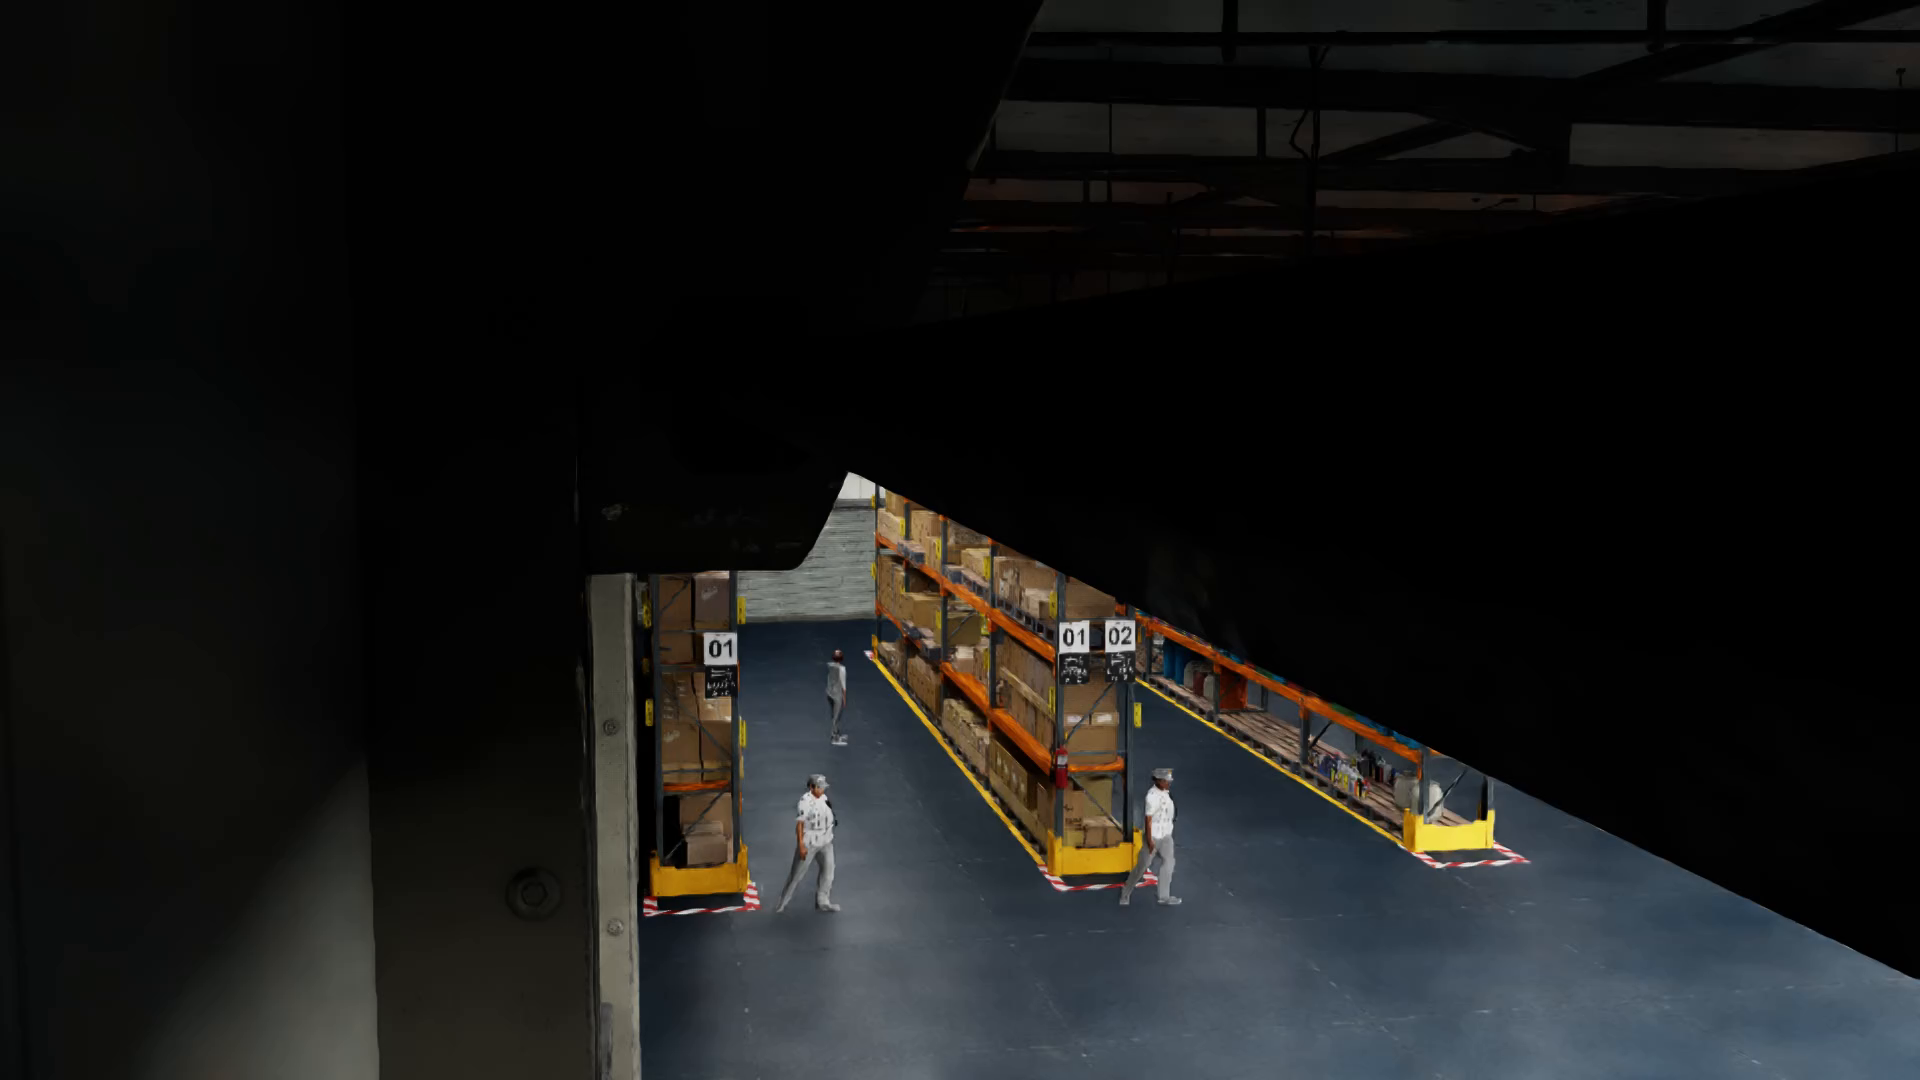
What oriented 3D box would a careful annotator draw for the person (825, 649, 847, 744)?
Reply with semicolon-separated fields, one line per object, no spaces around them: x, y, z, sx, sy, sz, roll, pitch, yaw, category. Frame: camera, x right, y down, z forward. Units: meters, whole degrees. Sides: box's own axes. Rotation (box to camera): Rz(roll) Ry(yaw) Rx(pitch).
-2.059;2.638;28.180;0.469;1.590;0.573;-4;7;-37;person

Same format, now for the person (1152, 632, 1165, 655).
4.461;1.674;36.764;0.400;1.794;0.578;1;6;14;person

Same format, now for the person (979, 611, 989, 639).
0.606;1.930;34.192;0.558;1.762;0.761;-2;6;-18;person

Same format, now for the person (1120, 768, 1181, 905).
2.231;3.497;19.645;0.609;1.653;0.636;5;7;38;person

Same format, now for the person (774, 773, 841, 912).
-1.810;3.528;19.373;0.615;1.648;0.672;5;8;39;person
